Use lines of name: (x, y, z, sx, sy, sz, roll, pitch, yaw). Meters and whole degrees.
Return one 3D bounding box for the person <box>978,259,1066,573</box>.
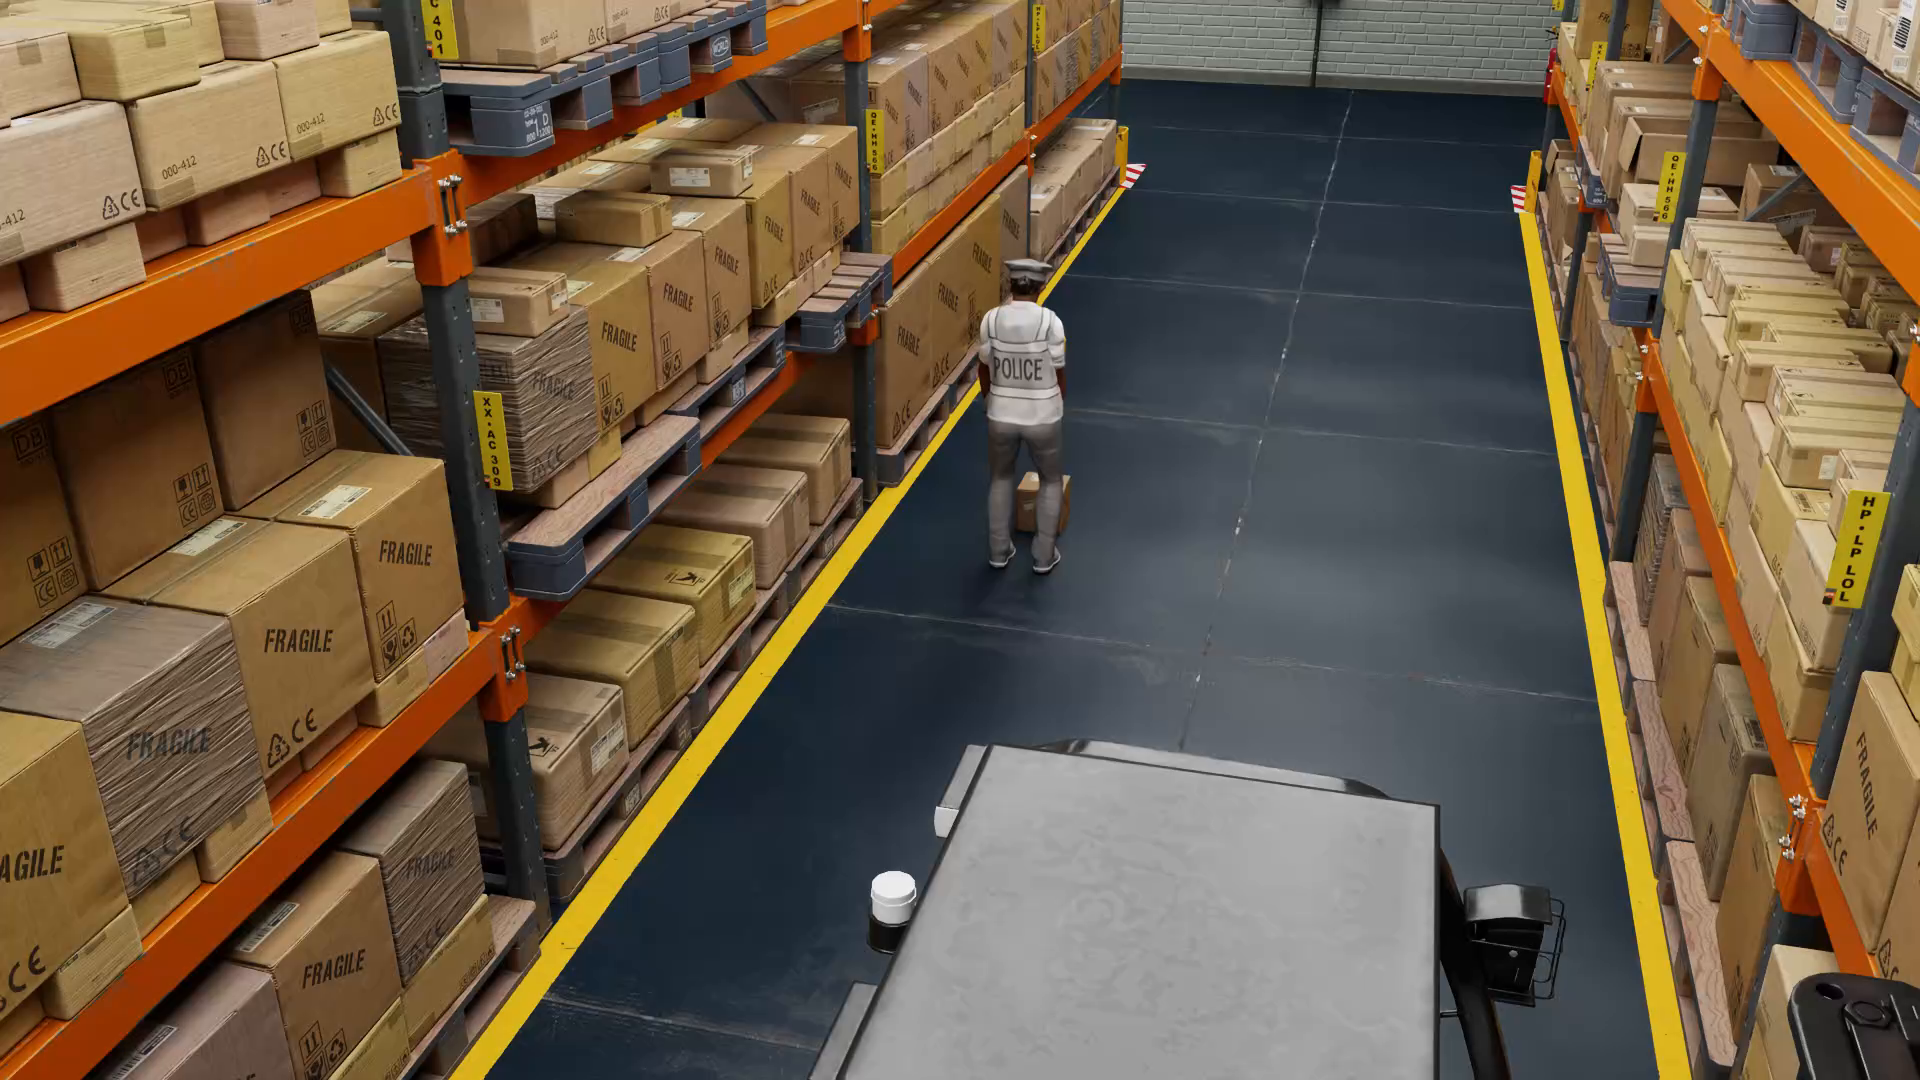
person: (0.312, -0.622, 8.476, 0.457, 1.624, 0.442, 7, 26, 14)
